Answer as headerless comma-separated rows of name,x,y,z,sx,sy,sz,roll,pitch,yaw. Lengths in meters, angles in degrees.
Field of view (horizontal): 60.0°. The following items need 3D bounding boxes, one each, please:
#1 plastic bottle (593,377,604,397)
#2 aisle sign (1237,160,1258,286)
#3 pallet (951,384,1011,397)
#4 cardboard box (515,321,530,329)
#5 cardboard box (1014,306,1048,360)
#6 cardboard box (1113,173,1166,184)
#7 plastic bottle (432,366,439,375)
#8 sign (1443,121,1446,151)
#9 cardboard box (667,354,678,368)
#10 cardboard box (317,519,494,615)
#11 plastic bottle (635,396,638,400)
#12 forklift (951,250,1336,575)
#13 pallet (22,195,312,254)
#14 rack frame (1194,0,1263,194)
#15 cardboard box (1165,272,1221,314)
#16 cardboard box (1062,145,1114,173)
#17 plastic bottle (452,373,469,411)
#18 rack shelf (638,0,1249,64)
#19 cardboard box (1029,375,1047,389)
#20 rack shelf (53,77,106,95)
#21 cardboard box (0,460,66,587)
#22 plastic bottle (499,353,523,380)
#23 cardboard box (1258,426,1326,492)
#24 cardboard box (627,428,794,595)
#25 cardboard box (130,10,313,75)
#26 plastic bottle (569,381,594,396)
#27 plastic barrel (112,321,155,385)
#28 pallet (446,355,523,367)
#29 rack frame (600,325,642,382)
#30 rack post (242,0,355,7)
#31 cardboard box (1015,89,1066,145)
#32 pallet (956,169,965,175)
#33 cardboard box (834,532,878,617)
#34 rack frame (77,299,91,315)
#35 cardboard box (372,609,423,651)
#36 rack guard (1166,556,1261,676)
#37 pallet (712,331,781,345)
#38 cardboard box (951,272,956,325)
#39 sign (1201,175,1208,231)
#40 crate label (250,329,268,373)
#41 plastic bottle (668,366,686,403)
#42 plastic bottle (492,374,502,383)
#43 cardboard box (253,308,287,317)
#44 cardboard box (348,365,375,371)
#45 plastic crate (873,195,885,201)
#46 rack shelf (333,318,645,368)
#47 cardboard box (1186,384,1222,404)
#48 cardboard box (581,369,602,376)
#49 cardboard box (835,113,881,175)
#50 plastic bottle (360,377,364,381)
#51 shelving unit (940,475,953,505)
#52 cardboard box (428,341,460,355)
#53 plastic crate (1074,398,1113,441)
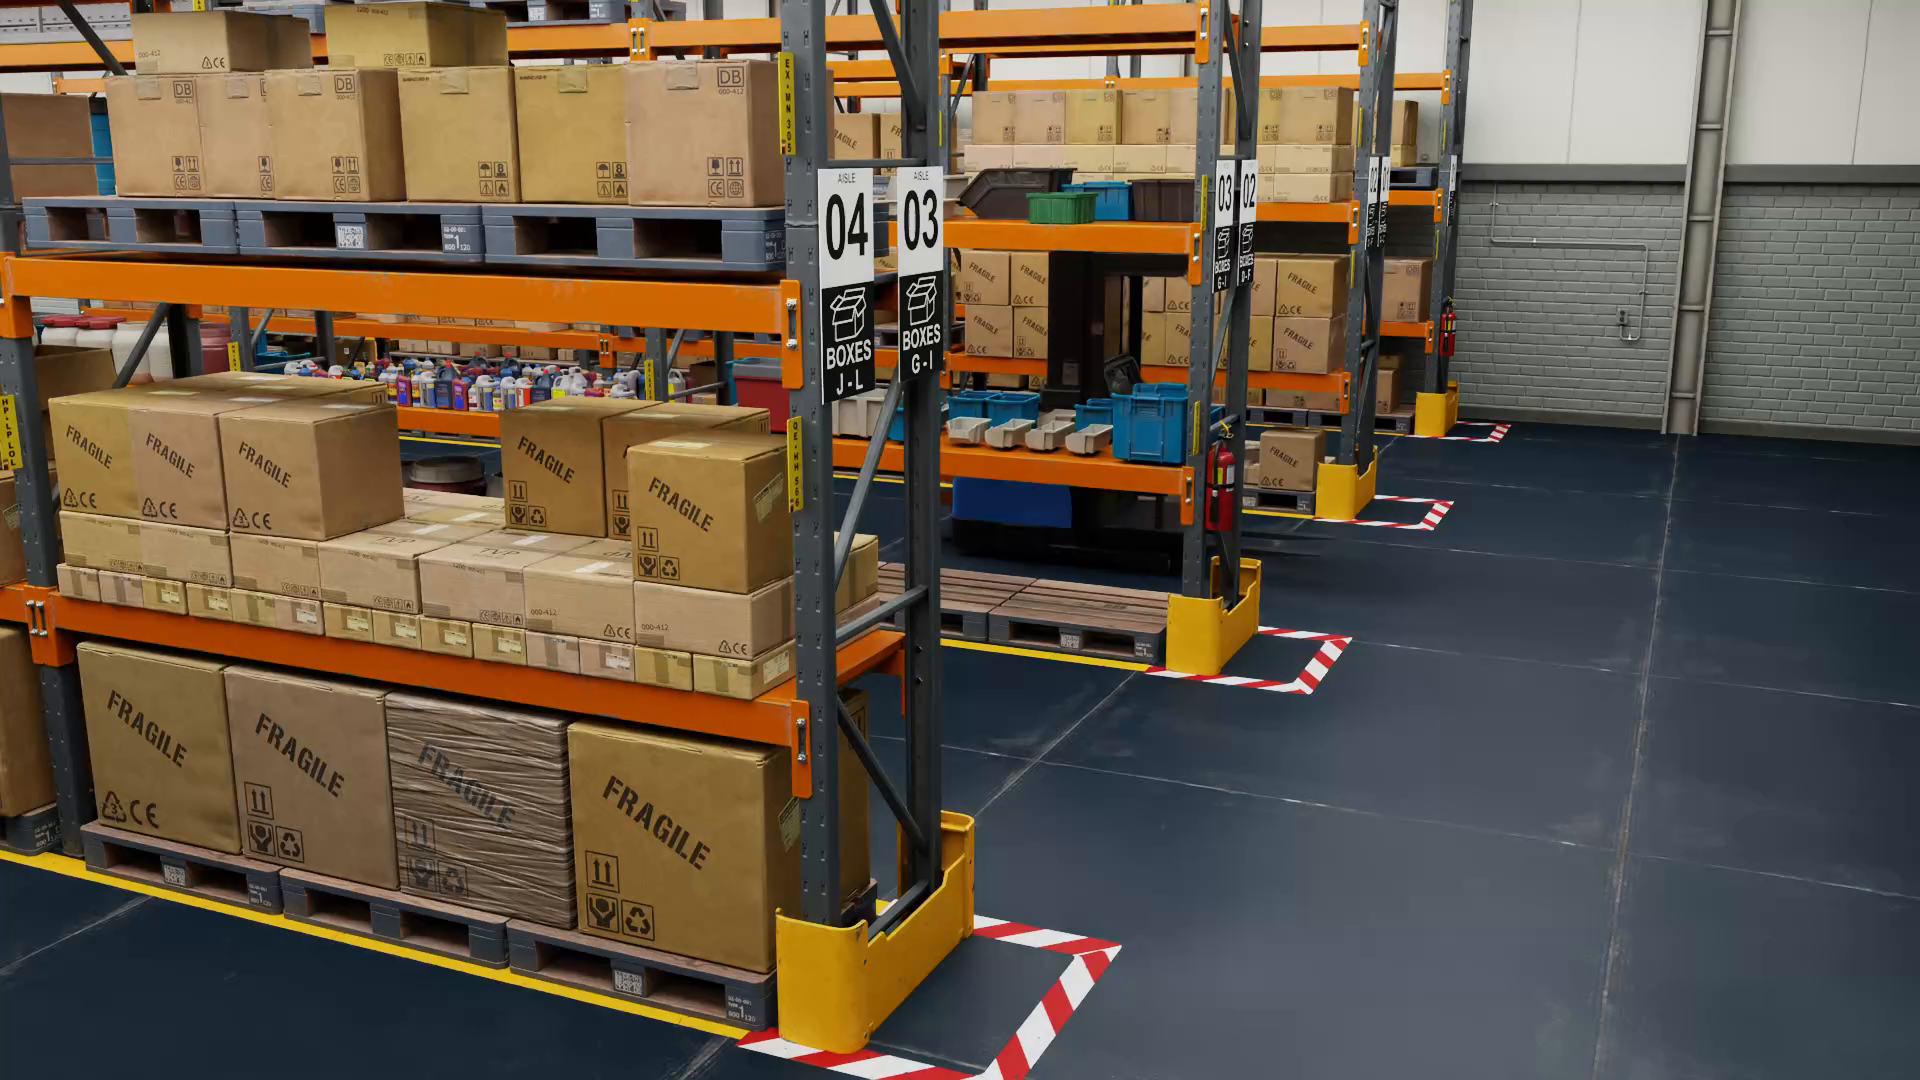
plastic bottle,-2.862,-1.192,13.204,0.097,0.201,0.097,0,13,0
aisle sign,1.857,-2.049,10.730,0.004,0.787,0.394,6,14,23
pallet,0.171,-1.978,22.222,1.213,0.211,1.003,6,14,23
cardboard box,-4.822,-2.486,18.835,0.250,0.149,0.380,7,15,27
cardboard box,0.849,-2.030,16.122,0.500,0.500,0.500,6,15,24
cardboard box,1.739,-3.284,15.445,0.500,0.250,0.500,6,14,23
plastic bottle,-4.346,-1.342,13.844,0.097,0.201,0.097,0,13,0
sign,5.452,-4.538,18.697,0.005,0.325,0.100,6,14,23
cardboard box,-4.115,-2.803,24.142,0.500,0.500,0.700,5,14,22
cardboard box,-2.292,0.104,6.923,0.500,0.250,0.500,6,14,23
plastic bottle,-2.444,-0.998,12.377,0.097,0.201,0.097,0,13,0
forklift,1.498,-1.290,13.338,3.031,2.935,1.130,5,14,21
pallet,-3.248,-1.403,7.295,1.213,0.211,1.003,6,14,23
rack frame,1.671,-3.649,10.106,0.127,3.000,1.000,6,14,23
cardboard box,2.224,-2.375,15.402,0.500,0.500,0.500,6,15,25
cardboard box,1.278,-3.572,15.577,0.500,0.250,0.500,6,14,23
plastic bottle,-3.837,-1.136,12.787,0.133,0.283,0.061,6,14,23
rack shelf,-0.157,-3.289,11.022,4.000,0.370,1.077,6,14,23
cardboard box,1.380,-2.358,21.525,0.750,0.750,0.750,6,14,24
rack shelf,-9.119,-5.433,20.162,4.000,0.370,1.077,6,14,23
cardboard box,-4.530,-0.098,7.890,0.500,0.500,0.500,6,14,23
plastic bottle,-3.636,-1.337,13.495,0.185,0.351,0.144,6,14,23
cardboard box,3.084,-0.758,15.429,0.500,0.500,0.500,6,14,23
cardboard box,-0.887,-0.121,6.238,0.500,0.500,0.500,6,14,24
cardboard box,-3.135,-2.102,7.084,0.500,0.250,0.500,5,14,20
plastic bottle,-2.811,-1.040,12.394,0.135,0.276,0.152,6,14,23
plastic barrel,-7.055,-1.612,14.314,0.421,0.512,0.421,0,13,0
pallet,-7.035,-2.717,25.373,1.213,0.211,1.003,6,14,23
rack frame,-3.633,-2.502,18.353,0.127,3.000,1.000,6,14,23
rack post,-4.964,-4.294,13.020,0.937,0.300,0.954,6,14,23
cardboard box,0.884,-4.015,15.826,0.500,0.500,0.700,6,14,23
pallet,0.003,-4.754,21.798,1.213,0.211,1.003,7,15,26
cardboard box,-0.664,0.134,6.795,0.500,0.250,0.500,5,14,22
rack frame,-10.948,-3.243,21.508,0.127,3.000,1.000,6,14,23
cardboard box,-2.191,0.323,6.861,0.250,0.149,0.380,6,15,24
rack guard,1.698,0.489,11.079,0.348,0.500,1.175,6,14,23
pallet,-1.853,-2.230,17.612,1.213,0.211,1.003,6,14,23
cardboard box,-0.319,-2.476,17.102,0.500,0.500,0.700,1,13,4
sign,1.463,-2.021,9.964,0.005,0.325,0.100,6,14,23
crate label,-6.442,-1.634,14.574,0.616,0.435,0.502,6,14,23
plastic bottle,-2.213,-1.178,12.817,0.185,0.351,0.144,6,14,23
plastic bottle,-3.574,-1.147,12.857,0.097,0.271,0.097,0,13,0
cardboard box,-8.184,-3.008,20.291,0.500,0.500,0.700,6,14,23
cardboard box,-7.014,-1.921,19.748,0.500,0.311,0.500,6,14,23
plastic crate,-0.669,-2.392,11.893,0.466,0.136,0.293,6,14,23
rack shelf,-5.462,-2.337,19.224,4.000,0.370,1.077,6,14,23
cardboard box,3.127,-2.017,20.837,0.500,0.500,0.700,6,14,23
cardboard box,-4.477,-1.798,19.223,0.500,0.311,0.500,5,14,22
cardboard box,-1.027,-4.014,16.870,0.600,0.600,0.600,6,14,23
plastic bottle,-4.739,-1.192,13.205,0.097,0.201,0.097,0,13,0
shelving unit,-0.160,-0.596,14.166,0.503,1.200,0.258,5,14,21
cardboard box,-7.827,-3.047,25.598,0.500,0.311,0.500,7,15,28
plastic crate,0.977,-0.828,11.453,0.300,0.233,0.416,6,14,23
